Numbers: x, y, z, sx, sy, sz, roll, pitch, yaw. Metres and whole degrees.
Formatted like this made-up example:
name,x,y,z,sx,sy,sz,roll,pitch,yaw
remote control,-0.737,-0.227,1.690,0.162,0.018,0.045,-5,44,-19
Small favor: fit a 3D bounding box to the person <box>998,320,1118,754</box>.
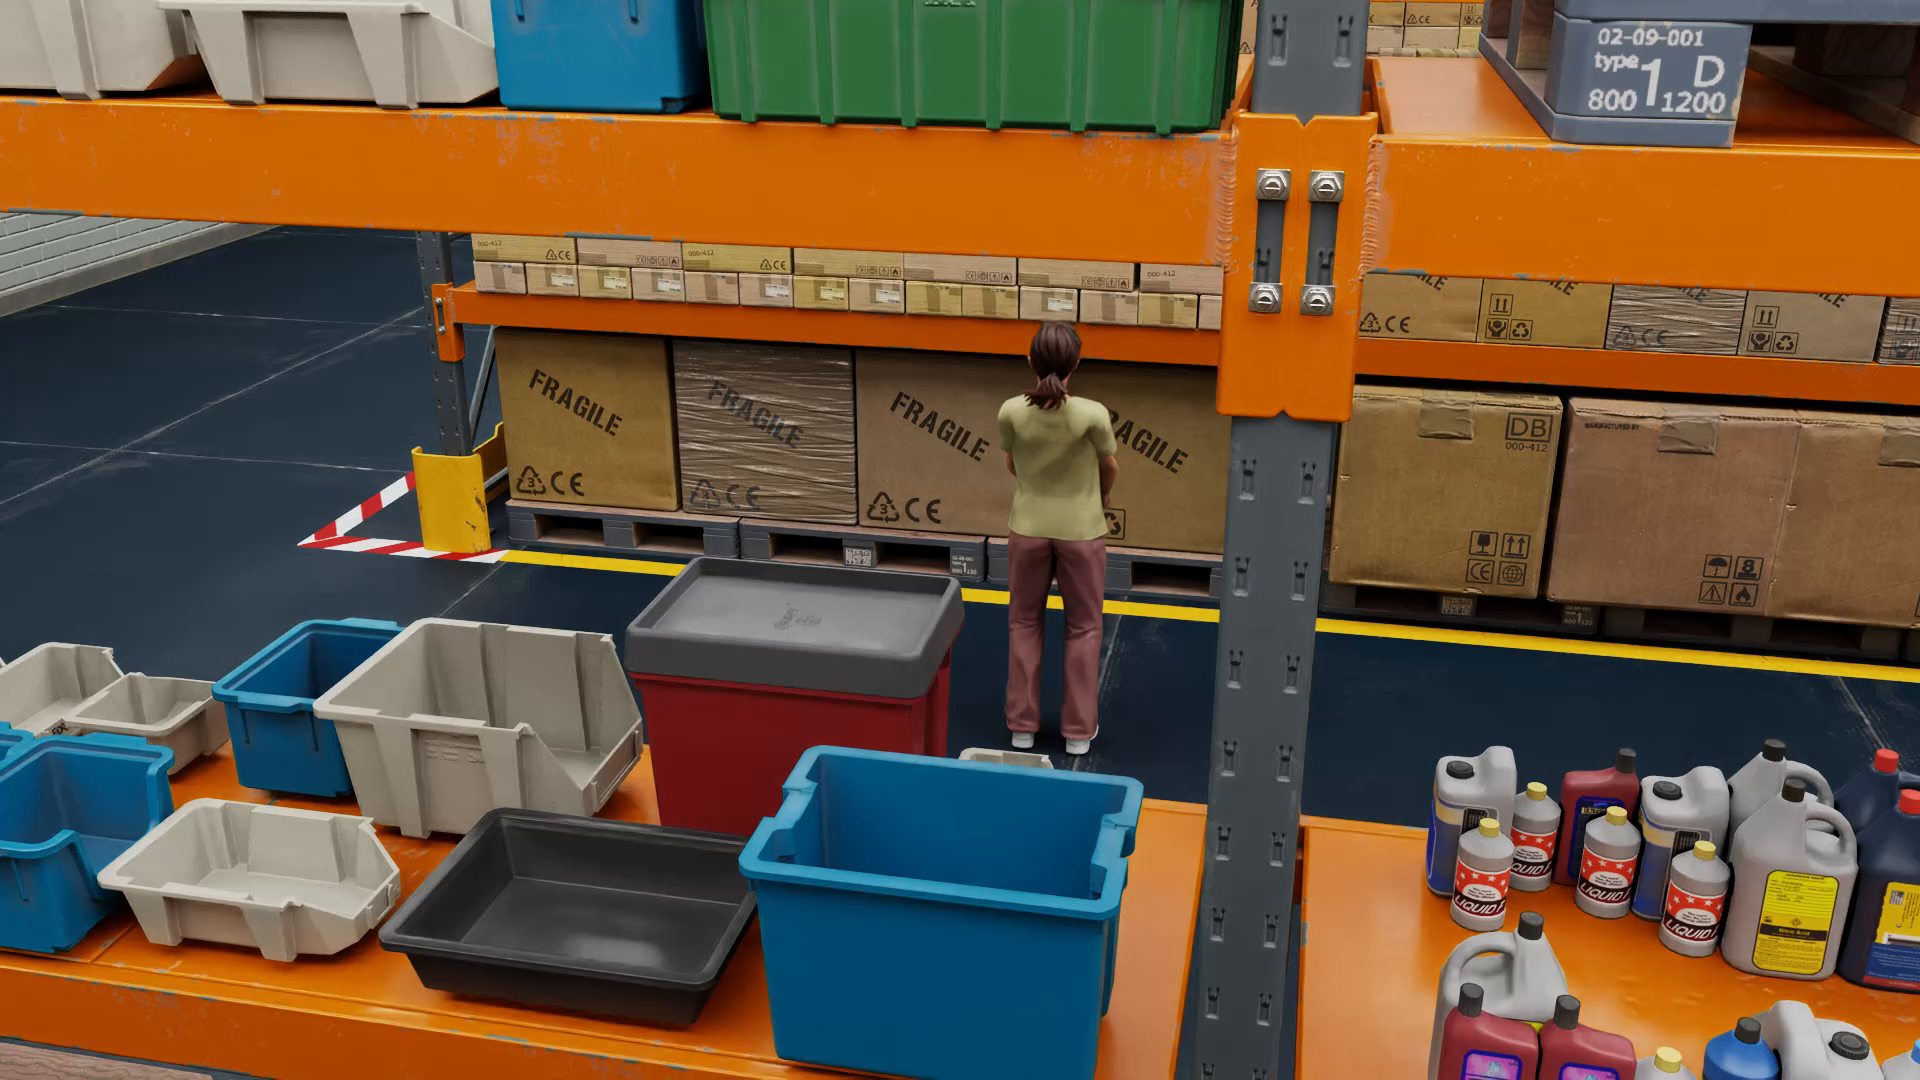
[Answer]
name,x,y,z,sx,sy,sz,roll,pitch,yaw
person,0.367,-0.027,6.173,0.426,1.665,0.549,5,22,12
